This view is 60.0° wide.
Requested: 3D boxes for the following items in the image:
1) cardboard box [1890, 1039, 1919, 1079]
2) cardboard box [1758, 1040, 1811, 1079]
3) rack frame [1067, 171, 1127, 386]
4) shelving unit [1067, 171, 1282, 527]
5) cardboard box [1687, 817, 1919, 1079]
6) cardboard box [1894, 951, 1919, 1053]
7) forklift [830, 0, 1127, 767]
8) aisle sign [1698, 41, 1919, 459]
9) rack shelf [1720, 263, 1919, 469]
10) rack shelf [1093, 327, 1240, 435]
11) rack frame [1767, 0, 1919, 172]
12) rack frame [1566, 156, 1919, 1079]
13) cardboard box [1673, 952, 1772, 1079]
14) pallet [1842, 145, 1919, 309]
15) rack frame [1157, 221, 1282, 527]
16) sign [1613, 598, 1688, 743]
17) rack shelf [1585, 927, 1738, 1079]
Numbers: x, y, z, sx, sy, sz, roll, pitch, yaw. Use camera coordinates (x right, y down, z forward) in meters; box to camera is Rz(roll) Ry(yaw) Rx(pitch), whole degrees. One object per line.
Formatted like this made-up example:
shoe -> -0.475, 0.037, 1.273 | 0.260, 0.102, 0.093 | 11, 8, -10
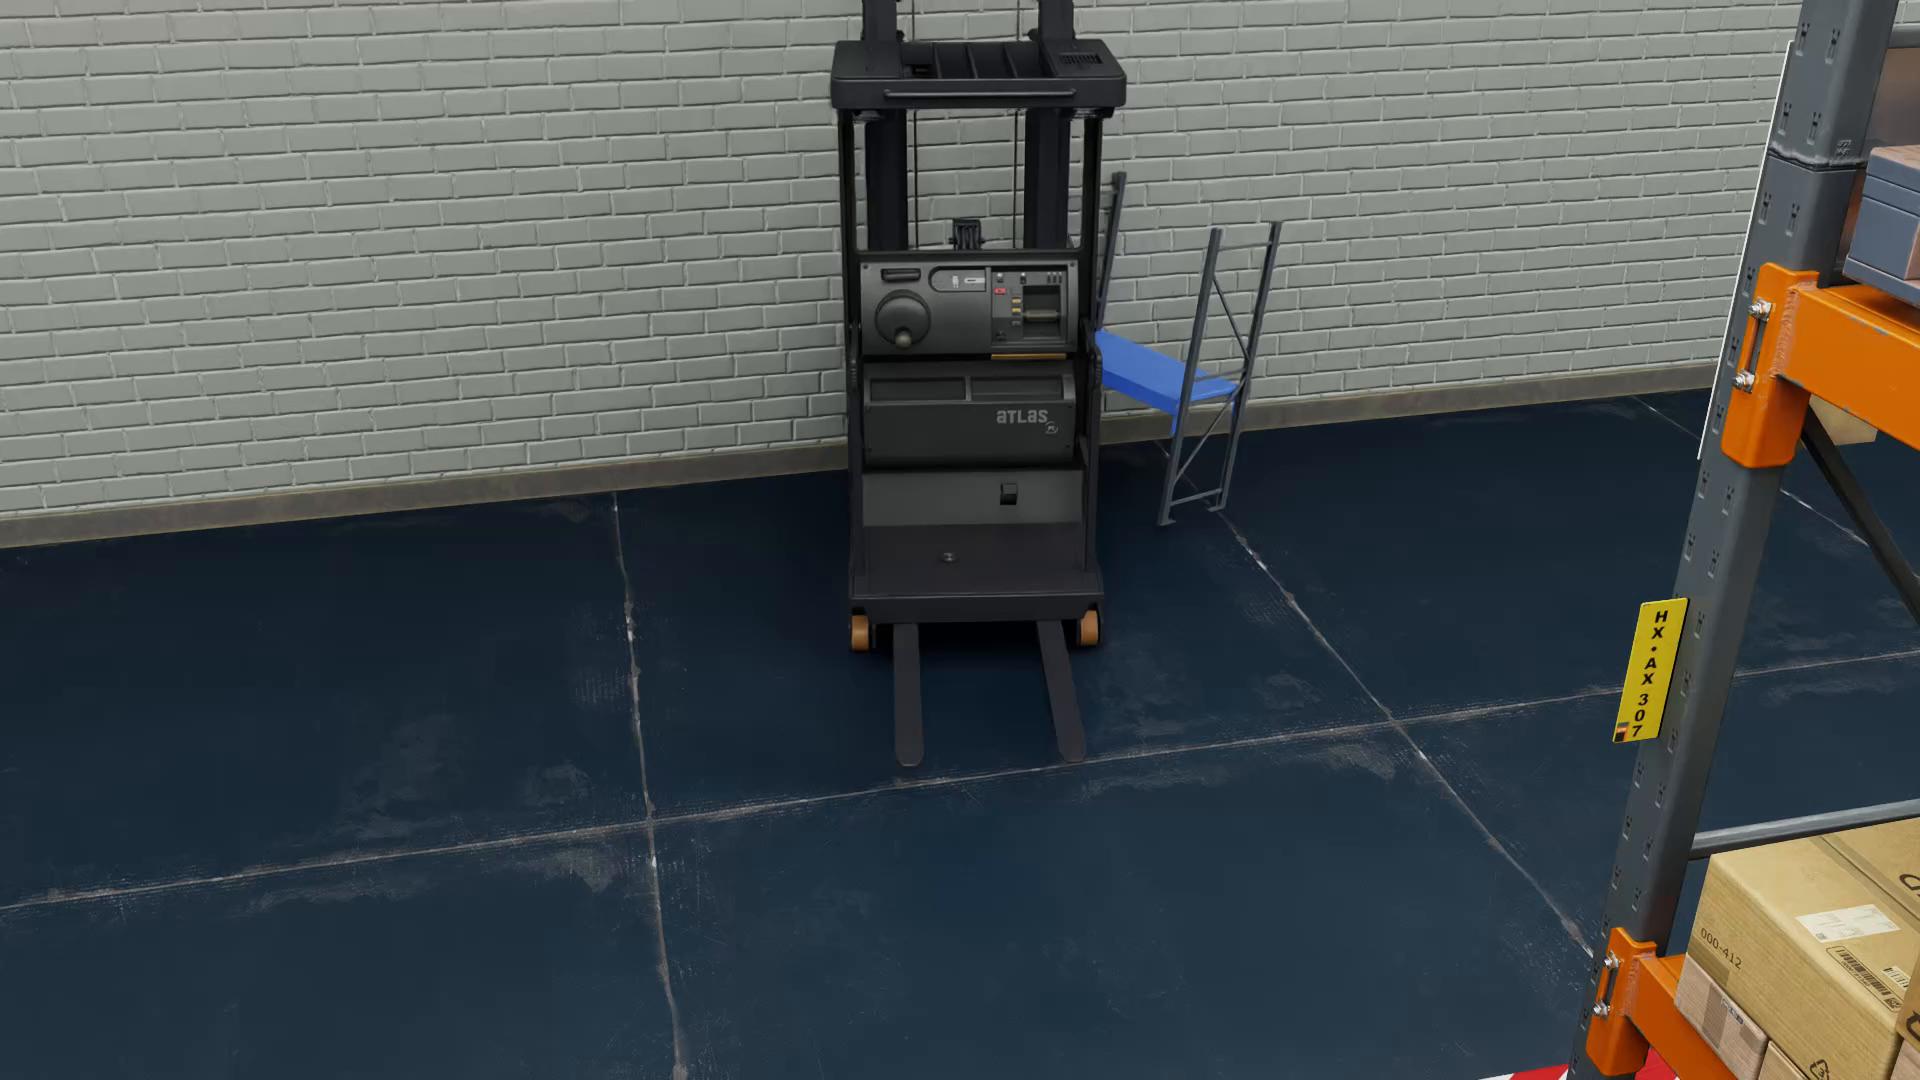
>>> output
cardboard box -> 1.899, 1.033, 2.710 | 0.500, 0.250, 0.500 | -6, 27, -12
cardboard box -> 1.748, 1.047, 3.125 | 0.380, 0.149, 0.250 | -6, 27, -12
rack frame -> 0.583, -1.183, 8.770 | 0.500, 1.500, 0.032 | -15, 32, -41
shelving unit -> 0.922, -0.992, 8.443 | 0.538, 1.500, 1.048 | -15, 32, -41
cardboard box -> 1.775, 0.806, 3.161 | 0.500, 0.250, 0.500 | -7, 28, -13
cardboard box -> 1.888, 0.691, 2.557 | 0.500, 0.500, 0.500 | -7, 28, -13
forklift -> 0.052, -0.968, 6.914 | 1.130, 2.935, 3.031 | -1, 27, -2
aisle sign -> 1.621, -0.528, 3.082 | 0.394, 0.787, 0.004 | -6, 27, -12
rack shelf -> 2.381, 0.494, 1.413 | 1.077, 0.370, 4.000 | -6, 27, -12
rack shelf -> 0.901, -0.829, 8.516 | 0.538, 0.185, 1.000 | -15, 32, -41
rack frame -> 1.930, -2.045, 2.314 | 1.000, 3.000, 0.127 | -6, 27, -12
rack frame -> 1.930, 0.633, 3.666 | 1.000, 3.000, 0.127 | -6, 27, -12
cardboard box -> 1.688, 0.935, 3.347 | 0.380, 0.149, 0.250 | -6, 27, -11
pallet -> 2.107, -0.341, 2.367 | 1.003, 0.211, 1.213 | -6, 27, -12
rack frame -> 1.262, -0.800, 8.116 | 0.500, 1.500, 0.032 | -15, 32, -41
sign -> 1.388, 0.265, 3.347 | 0.100, 0.325, 0.005 | -6, 27, -12
rack shelf -> 2.381, 1.833, 2.089 | 1.077, 0.370, 4.000 | -6, 27, -12
